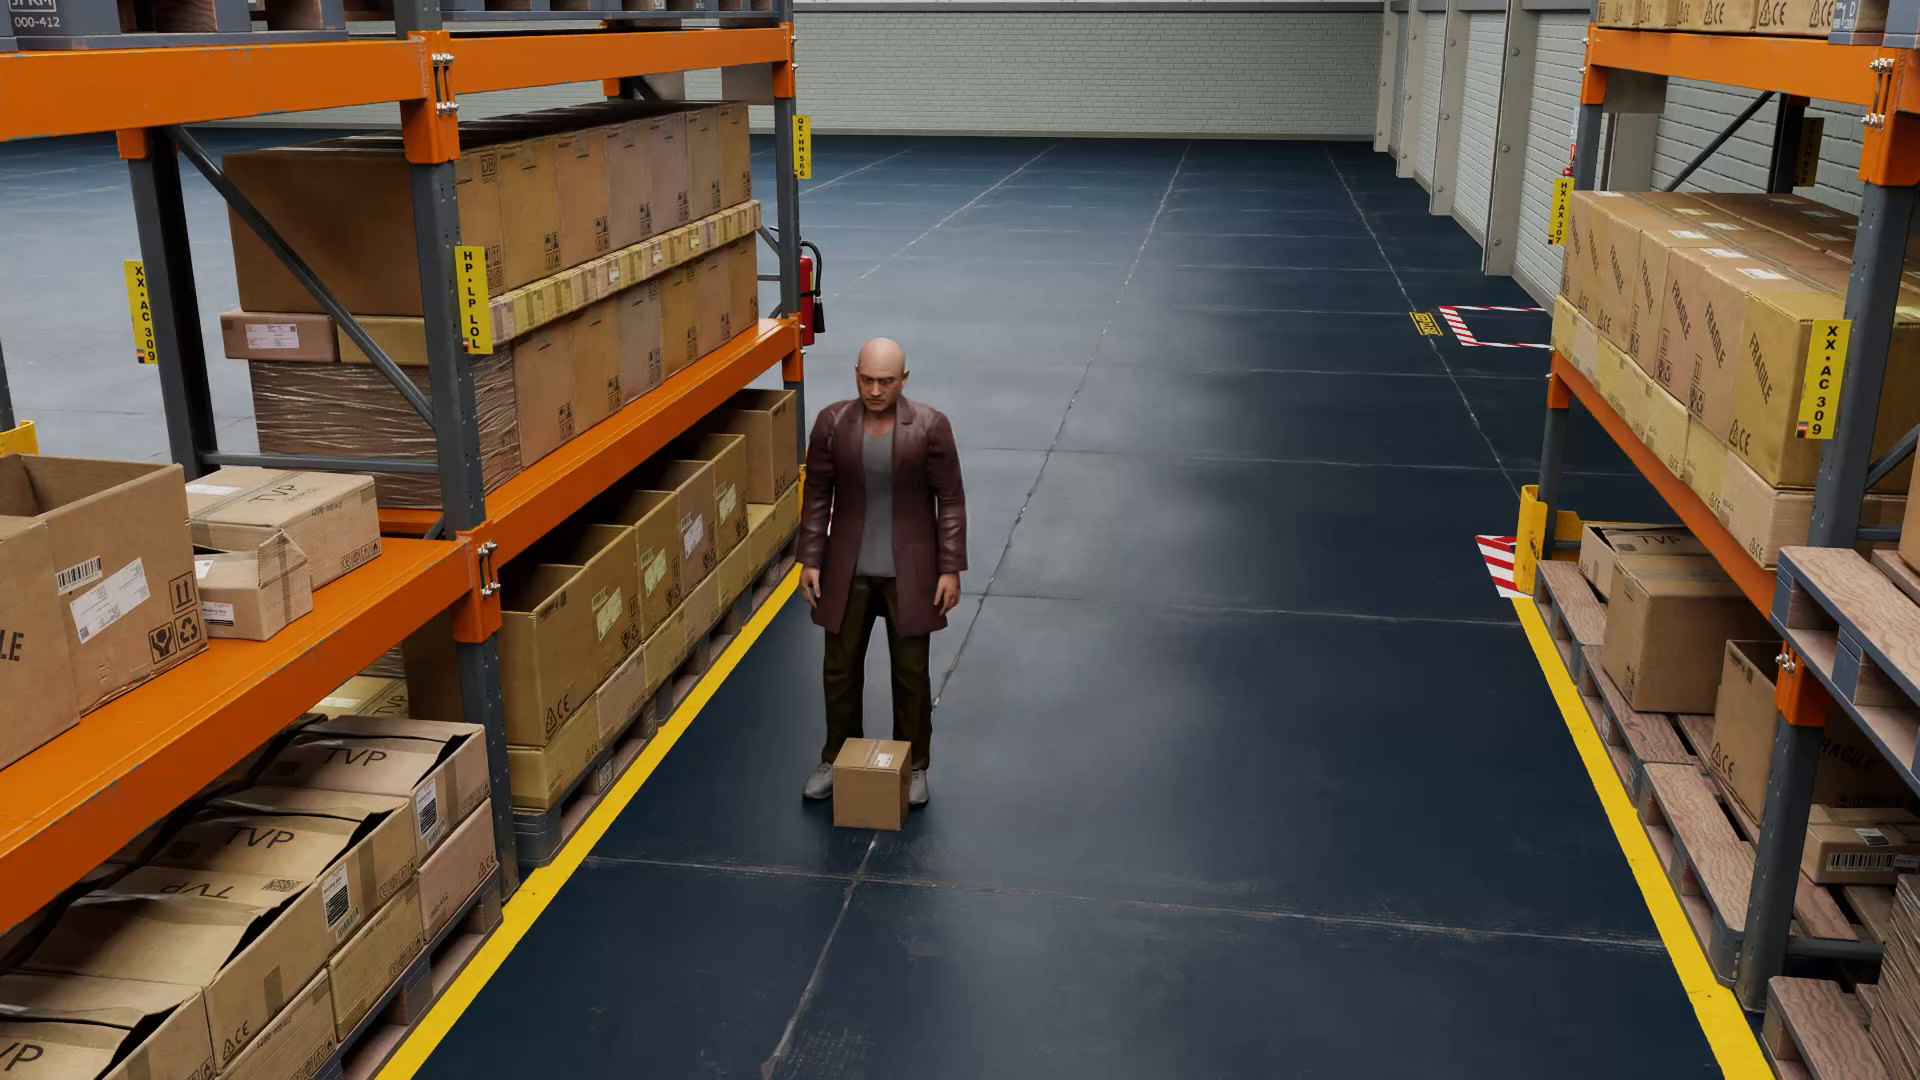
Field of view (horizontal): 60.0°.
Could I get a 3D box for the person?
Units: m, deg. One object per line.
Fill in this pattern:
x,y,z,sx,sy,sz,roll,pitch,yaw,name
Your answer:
-0.293,0.113,6.221,0.654,1.774,0.416,3,18,8,person
